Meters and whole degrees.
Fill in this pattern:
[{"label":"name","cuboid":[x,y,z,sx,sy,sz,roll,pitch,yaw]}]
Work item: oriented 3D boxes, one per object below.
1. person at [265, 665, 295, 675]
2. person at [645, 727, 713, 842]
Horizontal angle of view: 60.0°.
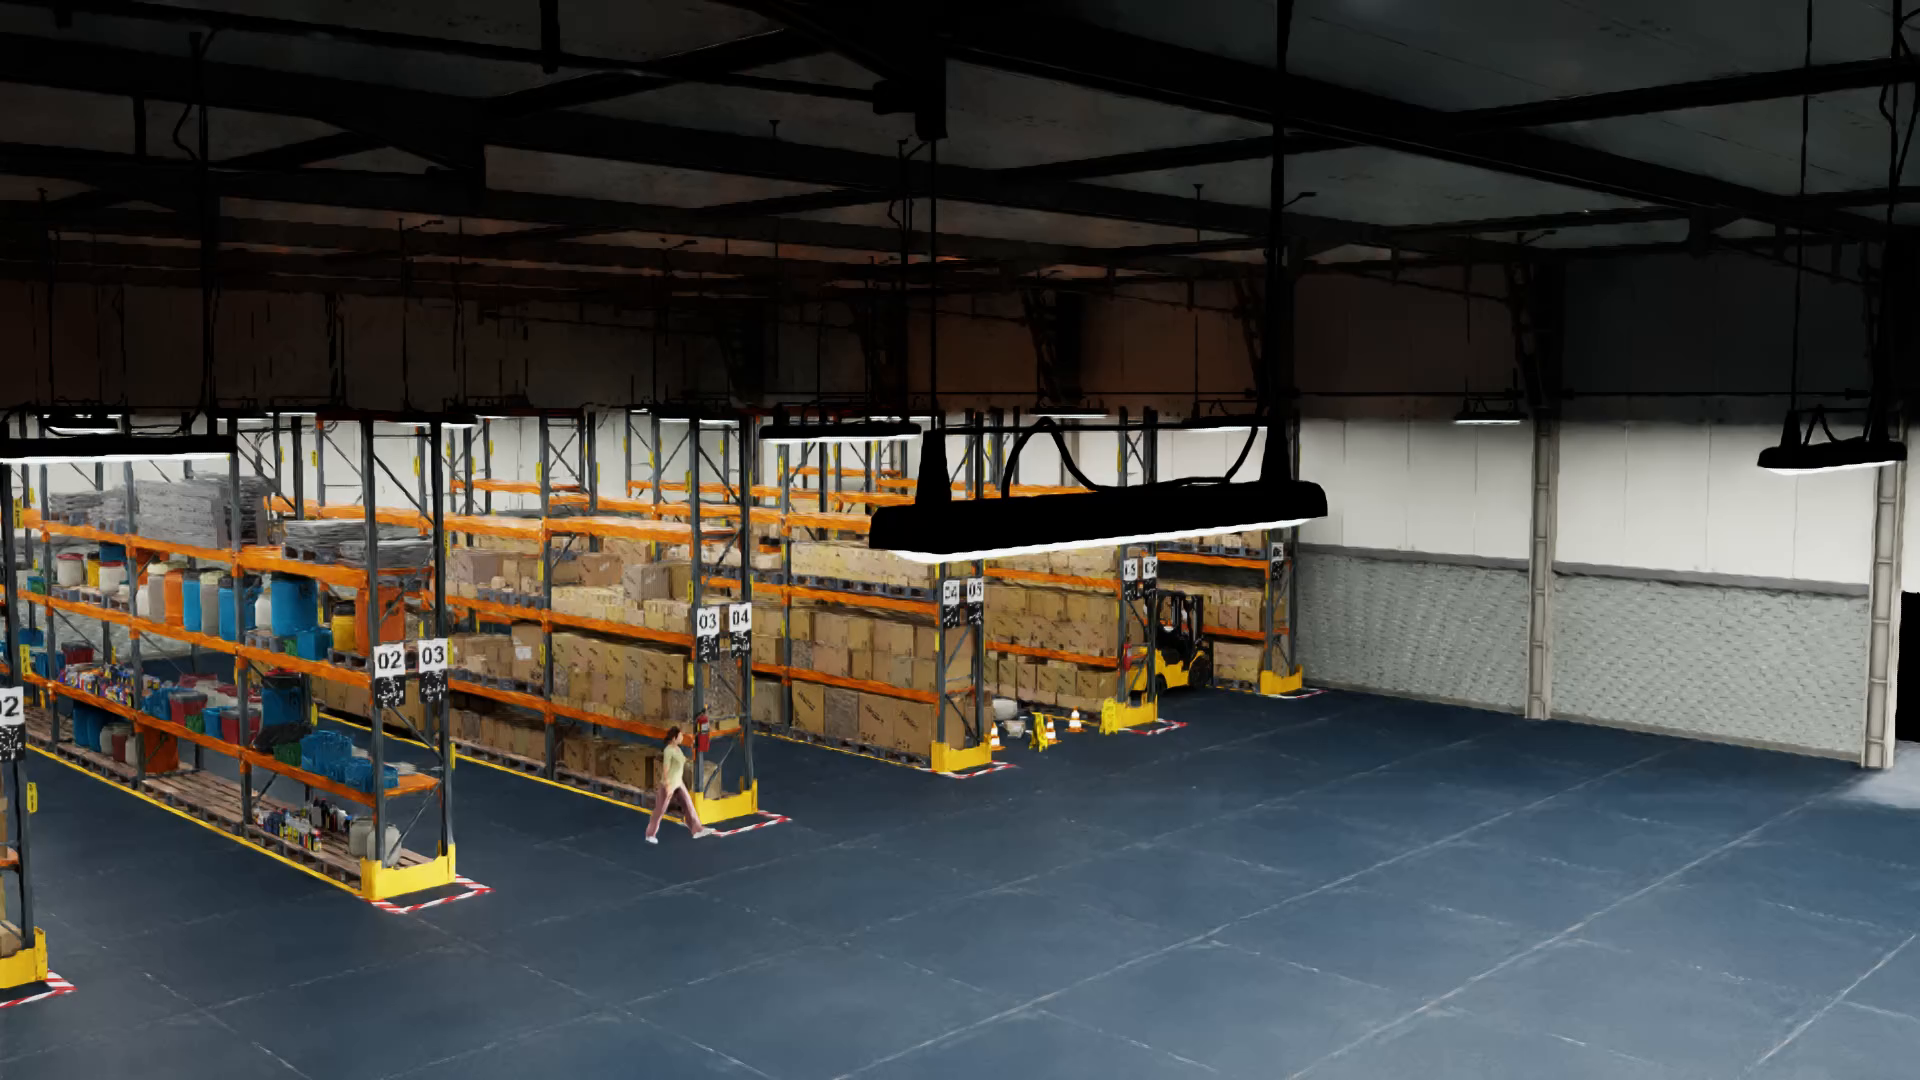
[{"label":"person","cuboid":[-12.073,2.873,29.613,1.022,1.666,0.554,5,7,43]},{"label":"person","cuboid":[-3.990,3.427,23.411,0.879,1.621,0.571,1,5,16]}]
